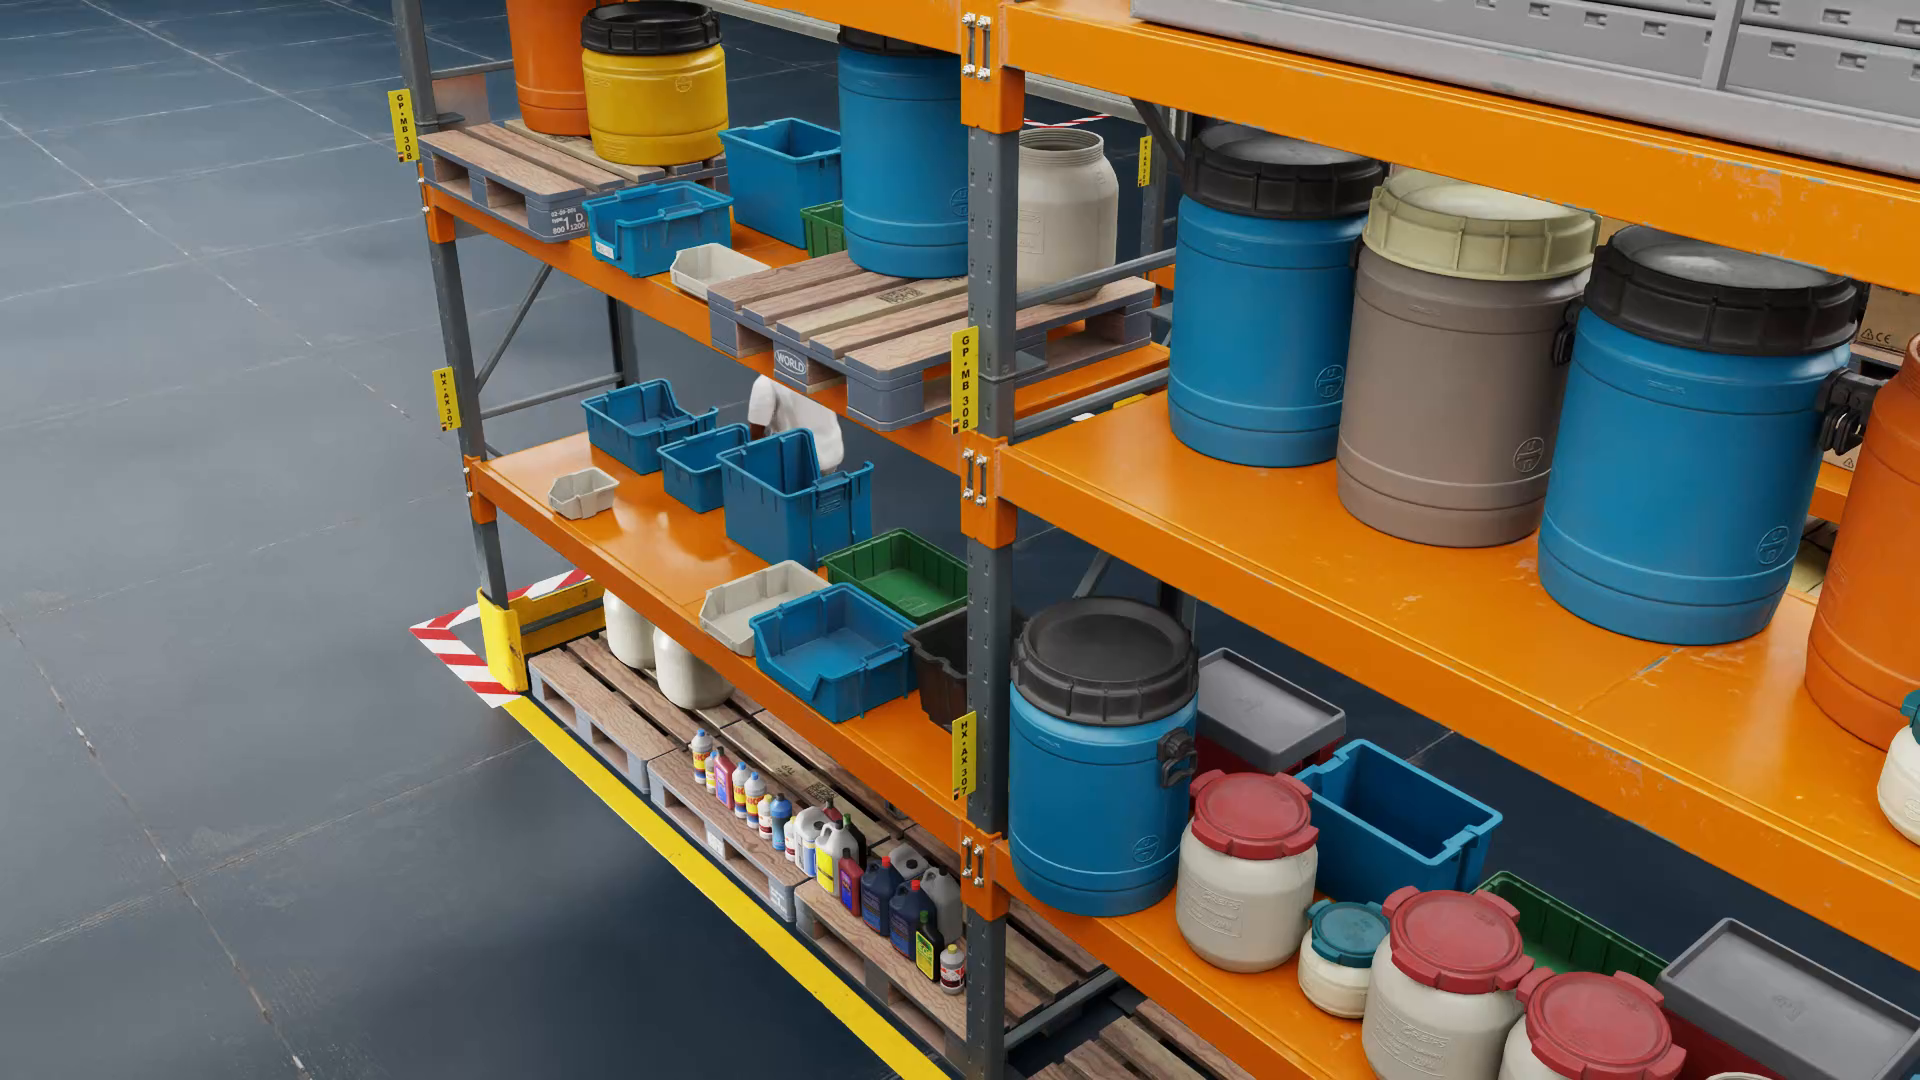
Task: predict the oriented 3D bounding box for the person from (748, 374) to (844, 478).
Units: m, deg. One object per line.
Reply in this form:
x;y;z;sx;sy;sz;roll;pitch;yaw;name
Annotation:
-0.959;-0.485;9.602;0.602;1.683;0.511;-21;34;-34;person
